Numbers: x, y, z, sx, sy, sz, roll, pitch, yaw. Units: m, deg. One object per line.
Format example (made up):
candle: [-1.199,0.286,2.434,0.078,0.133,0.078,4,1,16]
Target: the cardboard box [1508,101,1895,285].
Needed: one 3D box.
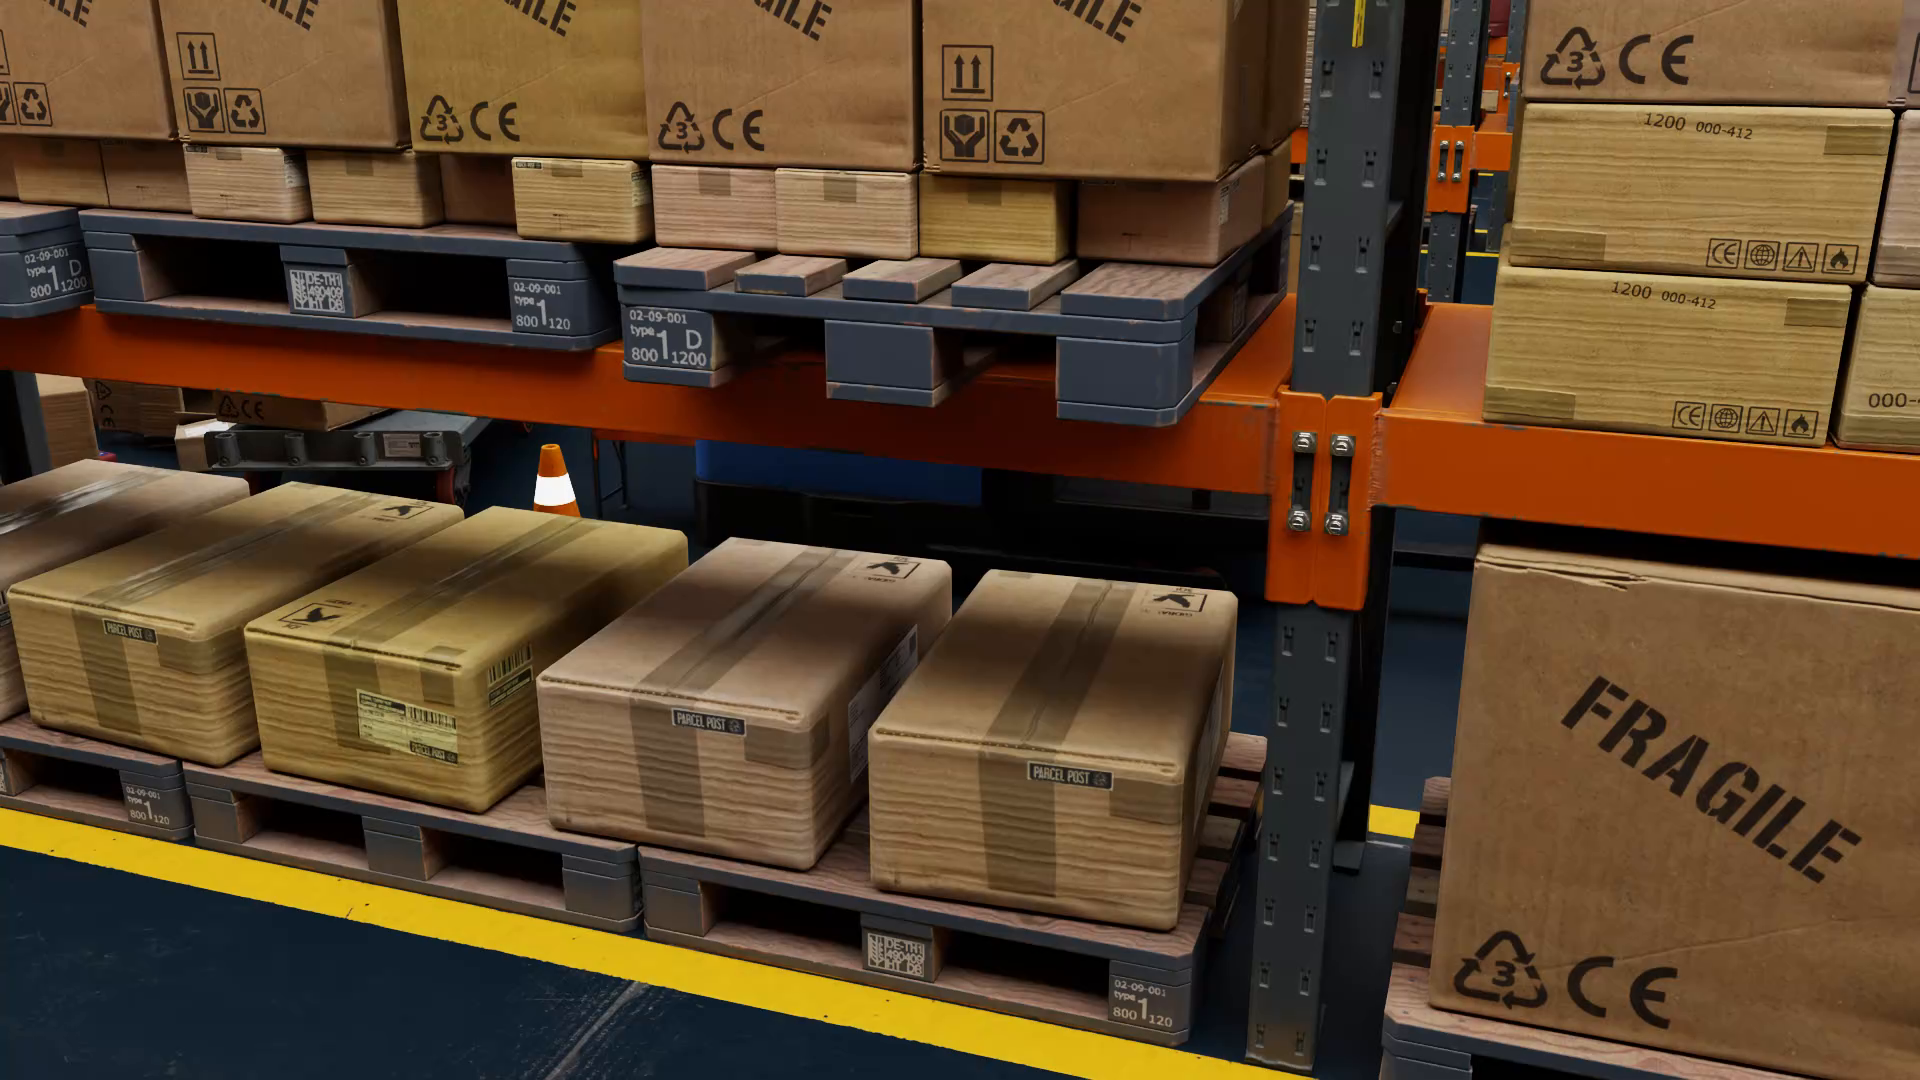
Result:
cardboard box: [1.168,-0.594,2.692,0.500,0.250,0.500,6,20,18]

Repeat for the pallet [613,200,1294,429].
pallet: [0.062,-0.514,3.284,1.003,0.211,1.213,7,20,18]

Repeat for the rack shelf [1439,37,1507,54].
rack shelf: [3.759,-5.058,17.122,4.000,0.370,1.077,7,20,18]

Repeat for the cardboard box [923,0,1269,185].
cardboard box: [0.250,-0.909,2.885,0.500,0.500,0.500,6,20,16]

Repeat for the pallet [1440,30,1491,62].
pallet: [3.315,-3.595,12.124,1.003,0.211,1.213,7,20,18]

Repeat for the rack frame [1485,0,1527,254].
rack frame: [4.023,-3.642,11.966,0.127,3.000,1.000,7,20,18]

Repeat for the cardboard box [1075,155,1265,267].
cardboard box: [0.384,-0.602,2.991,0.250,0.149,0.380,7,21,20]

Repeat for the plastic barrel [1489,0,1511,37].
plastic barrel: [5.110,-5.202,16.235,0.708,0.536,0.600,7,20,18]

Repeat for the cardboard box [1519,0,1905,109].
cardboard box: [1.156,-0.950,2.575,0.500,0.500,0.500,6,20,16]

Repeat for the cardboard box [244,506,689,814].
cardboard box: [-1.174,0.257,4.136,0.625,0.372,0.950,7,20,20]

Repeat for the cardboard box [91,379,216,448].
cardboard box: [-3.410,-0.809,7.426,0.503,0.637,0.797,7,20,18]

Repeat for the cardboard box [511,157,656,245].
cardboard box: [-0.646,-0.677,3.205,0.250,0.149,0.380,7,20,19]

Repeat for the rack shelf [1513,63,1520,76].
rack shelf: [5.912,-3.086,11.465,4.000,0.370,1.077,7,20,18]

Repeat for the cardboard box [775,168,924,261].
cardboard box: [-0.146,-0.622,3.047,0.250,0.149,0.380,6,20,18]

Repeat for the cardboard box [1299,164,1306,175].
cardboard box: [2.855,-2.791,12.656,0.500,0.500,0.700,5,20,14]

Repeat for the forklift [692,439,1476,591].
forklift: [0.645,-1.323,5.420,3.031,2.935,1.130,5,20,15]

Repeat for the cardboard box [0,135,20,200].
cardboard box: [-2.064,-0.878,3.781,0.250,0.149,0.380,8,21,22]

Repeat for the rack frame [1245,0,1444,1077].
rack frame: [0.771,-0.560,3.127,0.127,3.000,1.000,7,20,18]

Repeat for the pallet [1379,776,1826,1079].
pallet: [1.491,0.865,3.274,1.213,0.211,1.003,7,20,18]

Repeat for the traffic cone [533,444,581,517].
traffic cone: [-1.377,-0.096,5.648,0.334,0.463,0.336,7,20,18]

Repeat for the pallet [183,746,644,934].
pallet: [-1.116,0.539,4.209,1.213,0.211,1.003,7,20,18]

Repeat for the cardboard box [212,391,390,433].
cardboard box: [-2.452,-0.726,6.250,0.500,0.500,0.500,7,20,18]

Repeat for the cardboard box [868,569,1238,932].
cardboard box: [0.240,0.418,3.674,0.625,0.372,0.950,5,20,14]

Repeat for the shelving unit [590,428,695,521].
shelving unit: [-1.089,-0.642,6.094,0.503,1.200,0.258,5,20,15]

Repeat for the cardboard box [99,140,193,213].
cardboard box: [-1.601,-0.810,3.585,0.250,0.149,0.380,7,20,18]

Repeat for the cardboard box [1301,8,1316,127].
cardboard box: [1.786,-2.123,7.457,0.500,0.500,0.500,7,20,18]

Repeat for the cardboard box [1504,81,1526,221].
cardboard box: [1.312,-0.752,3.146,0.500,0.250,0.500,6,20,18]

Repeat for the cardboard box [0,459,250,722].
cardboard box: [-2.512,0.106,4.569,0.625,0.372,0.950,7,20,19]

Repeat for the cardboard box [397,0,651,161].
cardboard box: [-0.719,-1.016,3.191,0.500,0.500,0.500,5,20,14]

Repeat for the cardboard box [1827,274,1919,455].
cardboard box: [1.641,-0.309,2.632,0.500,0.250,0.500,6,20,16]

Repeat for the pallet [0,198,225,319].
pallet: [-2.334,-0.774,4.031,1.213,0.211,1.003,7,20,18]

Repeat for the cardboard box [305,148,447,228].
cardboard box: [-1.106,-0.745,3.400,0.250,0.149,0.380,6,20,16]

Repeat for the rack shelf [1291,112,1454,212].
rack shelf: [0.410,-1.987,8.312,4.000,0.370,1.077,7,20,18]

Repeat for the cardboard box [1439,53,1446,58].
cardboard box: [7.754,-7.443,26.000,0.500,0.500,0.700,6,20,18]

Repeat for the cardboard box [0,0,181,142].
cardboard box: [-1.723,-1.127,3.511,0.500,0.500,0.500,6,20,18]

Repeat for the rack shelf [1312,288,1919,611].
rack shelf: [2.660,-0.005,2.625,4.000,0.370,1.077,7,20,18]

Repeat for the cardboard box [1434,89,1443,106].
cardboard box: [6.212,-5.657,21.287,0.500,0.250,0.500,6,20,17]

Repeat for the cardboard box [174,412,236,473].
cardboard box: [-3.073,-0.457,6.983,0.396,0.266,0.258,-7,20,-20]

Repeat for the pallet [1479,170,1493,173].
pallet: [4.929,-3.961,17.118,1.213,0.211,1.003,7,20,18]

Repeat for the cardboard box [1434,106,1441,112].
cardboard box: [3.380,-3.086,12.363,0.500,0.250,0.500,7,21,20]

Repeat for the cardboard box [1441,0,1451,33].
cardboard box: [3.500,-3.933,12.012,0.500,0.500,0.500,4,20,11]

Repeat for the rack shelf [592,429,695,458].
rack shelf: [-1.089,-0.391,6.181,0.480,0.148,0.258,5,20,15]
